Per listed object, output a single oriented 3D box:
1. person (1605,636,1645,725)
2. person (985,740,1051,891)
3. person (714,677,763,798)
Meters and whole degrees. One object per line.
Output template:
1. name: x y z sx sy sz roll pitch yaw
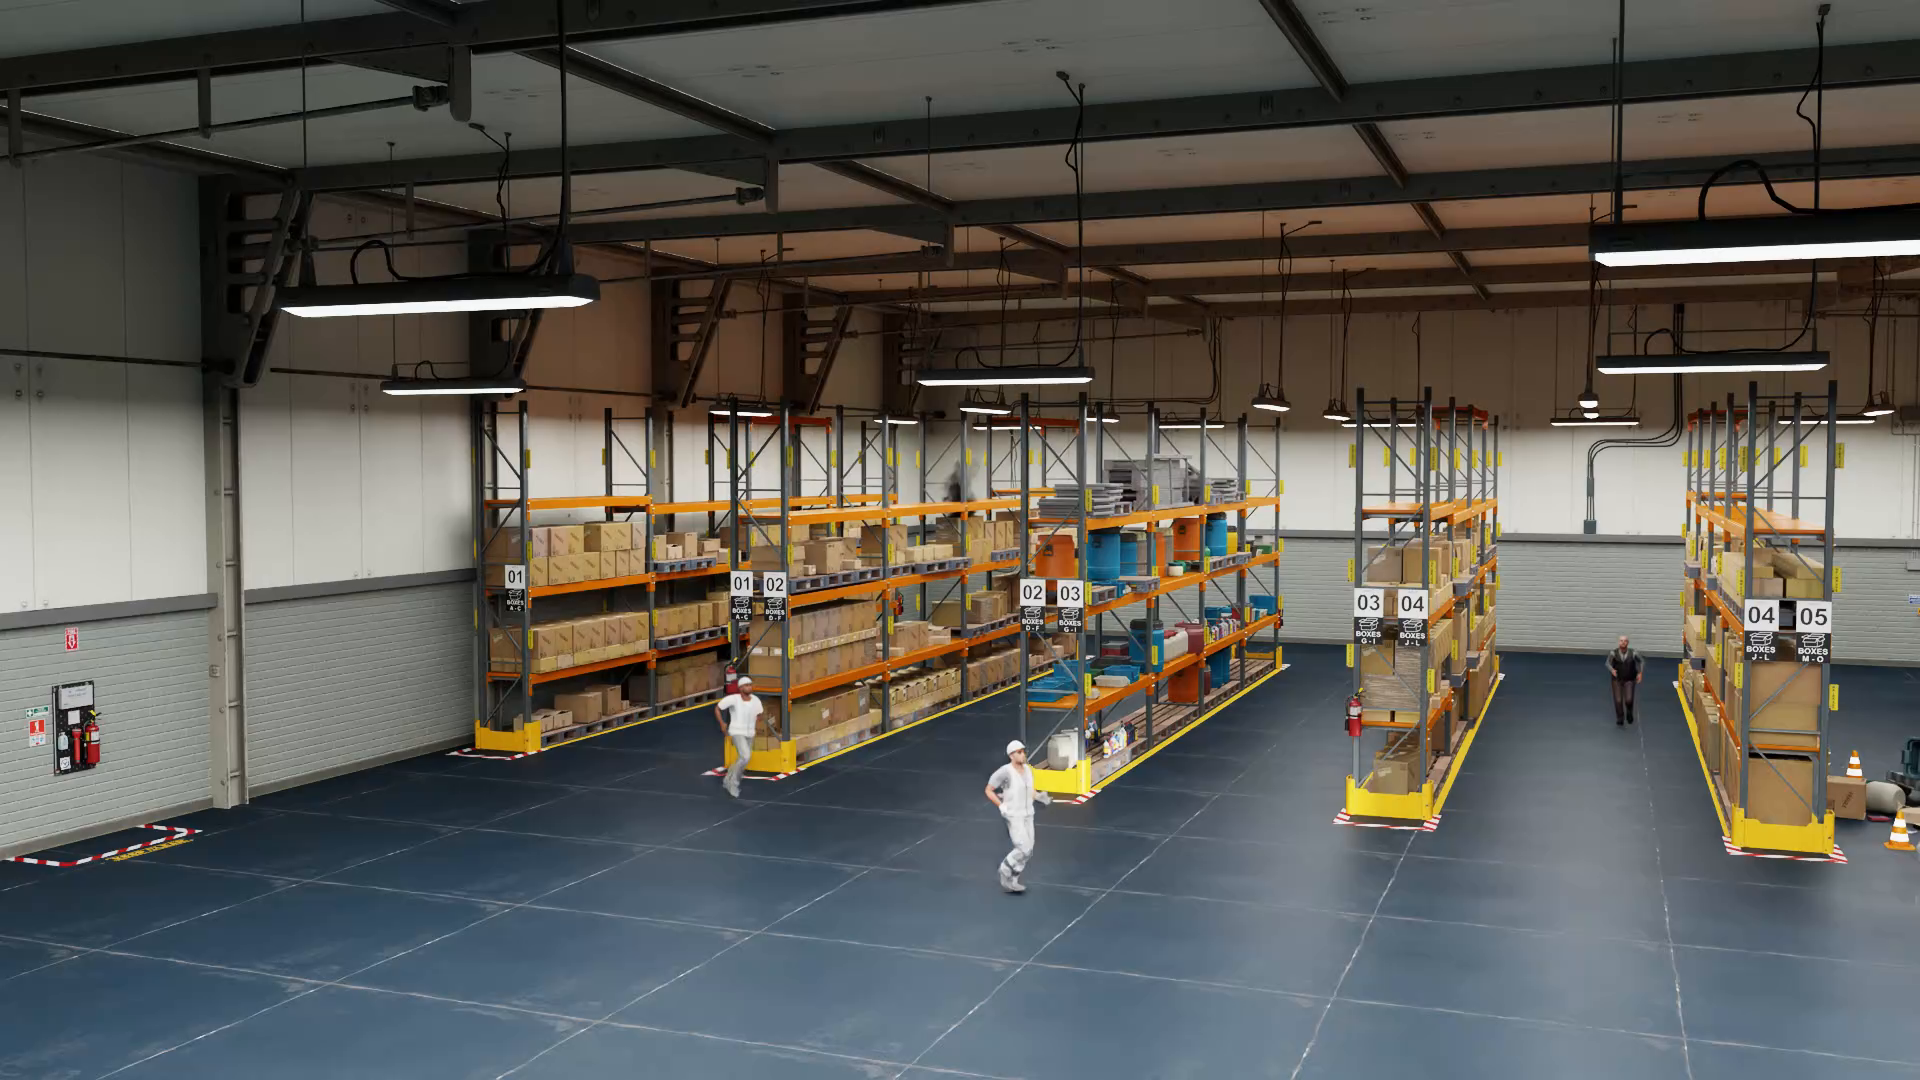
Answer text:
1. person: 12.416 2.638 31.077 0.699 1.679 0.584 1 3 24
2. person: 0.708 3.184 19.098 0.643 1.742 0.584 -3 4 -45
3. person: -3.247 2.927 24.846 0.662 1.784 0.690 3 4 43
